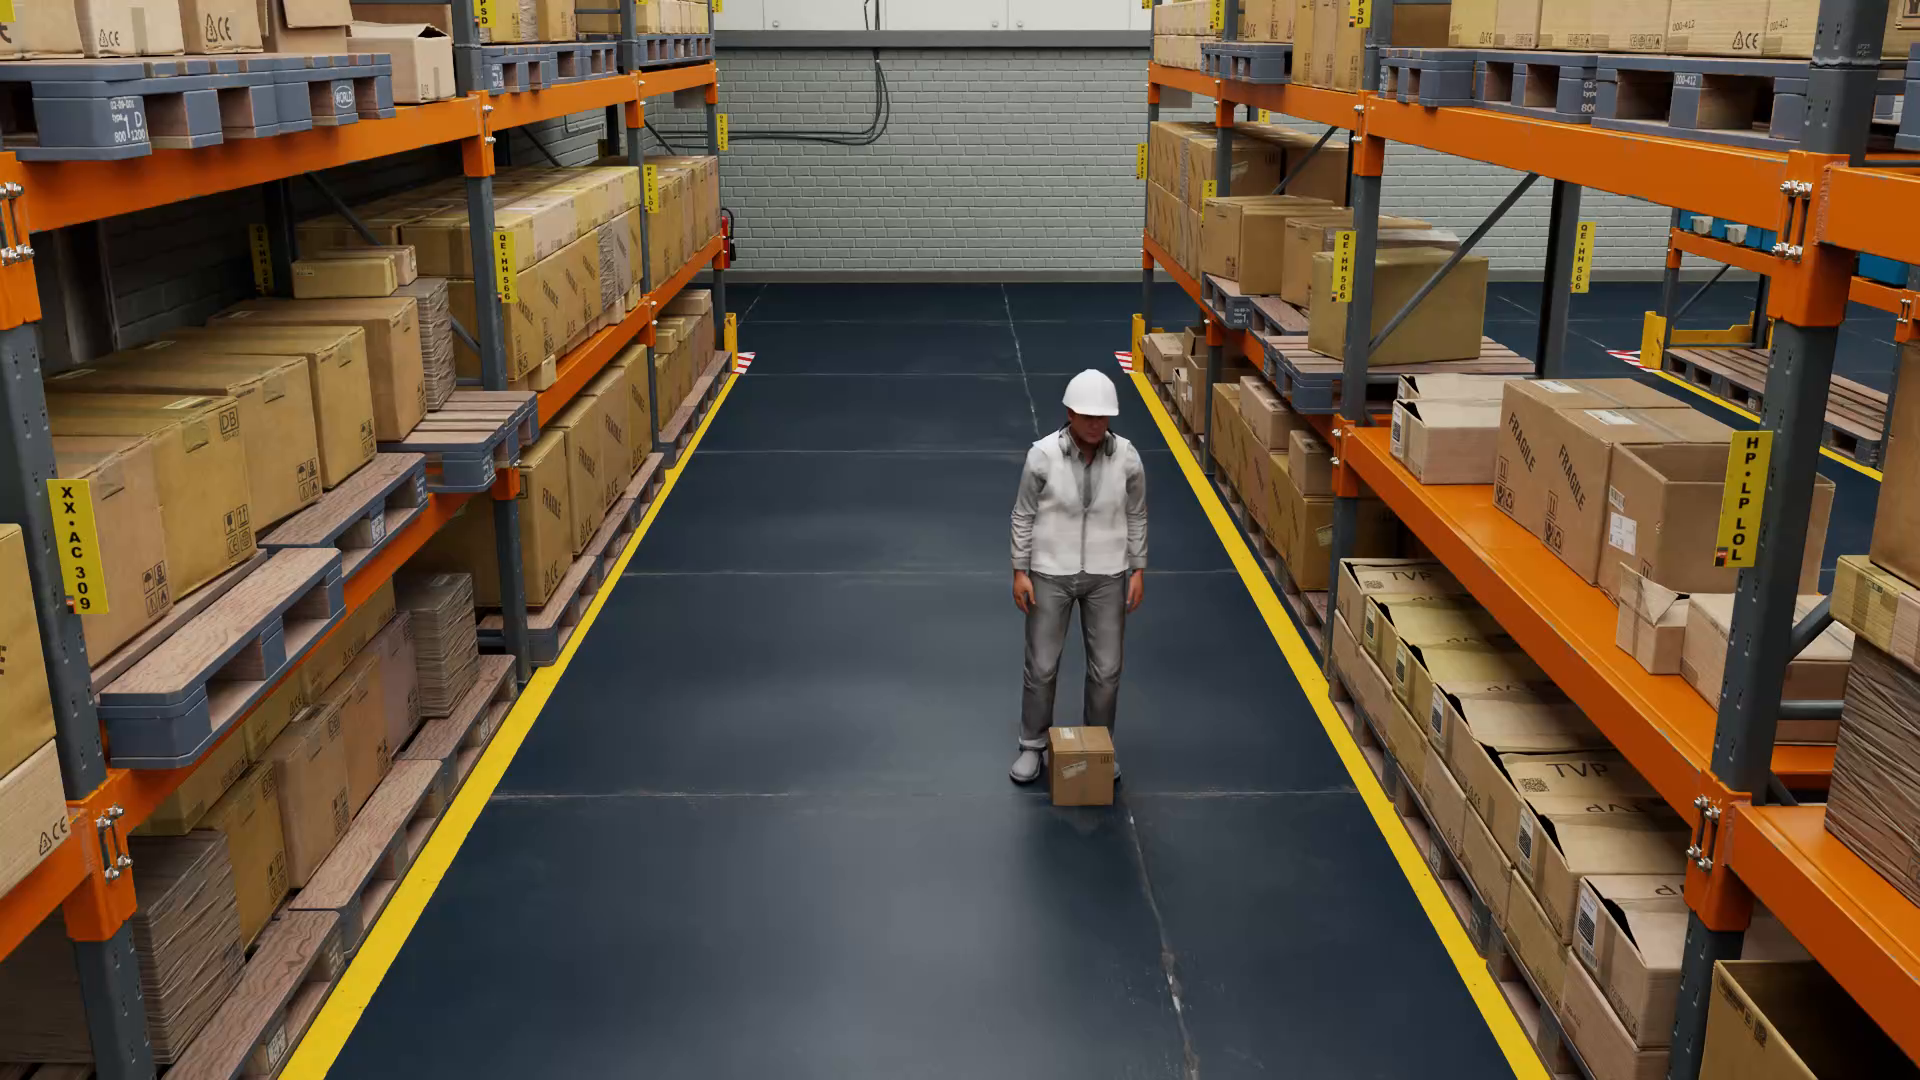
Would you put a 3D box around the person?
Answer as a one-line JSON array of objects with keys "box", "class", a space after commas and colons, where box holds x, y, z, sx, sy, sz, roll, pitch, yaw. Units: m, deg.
[{"box": [0.501, 0.146, 7.022, 0.589, 1.770, 0.464, -1, 17, -4], "class": "person"}]
